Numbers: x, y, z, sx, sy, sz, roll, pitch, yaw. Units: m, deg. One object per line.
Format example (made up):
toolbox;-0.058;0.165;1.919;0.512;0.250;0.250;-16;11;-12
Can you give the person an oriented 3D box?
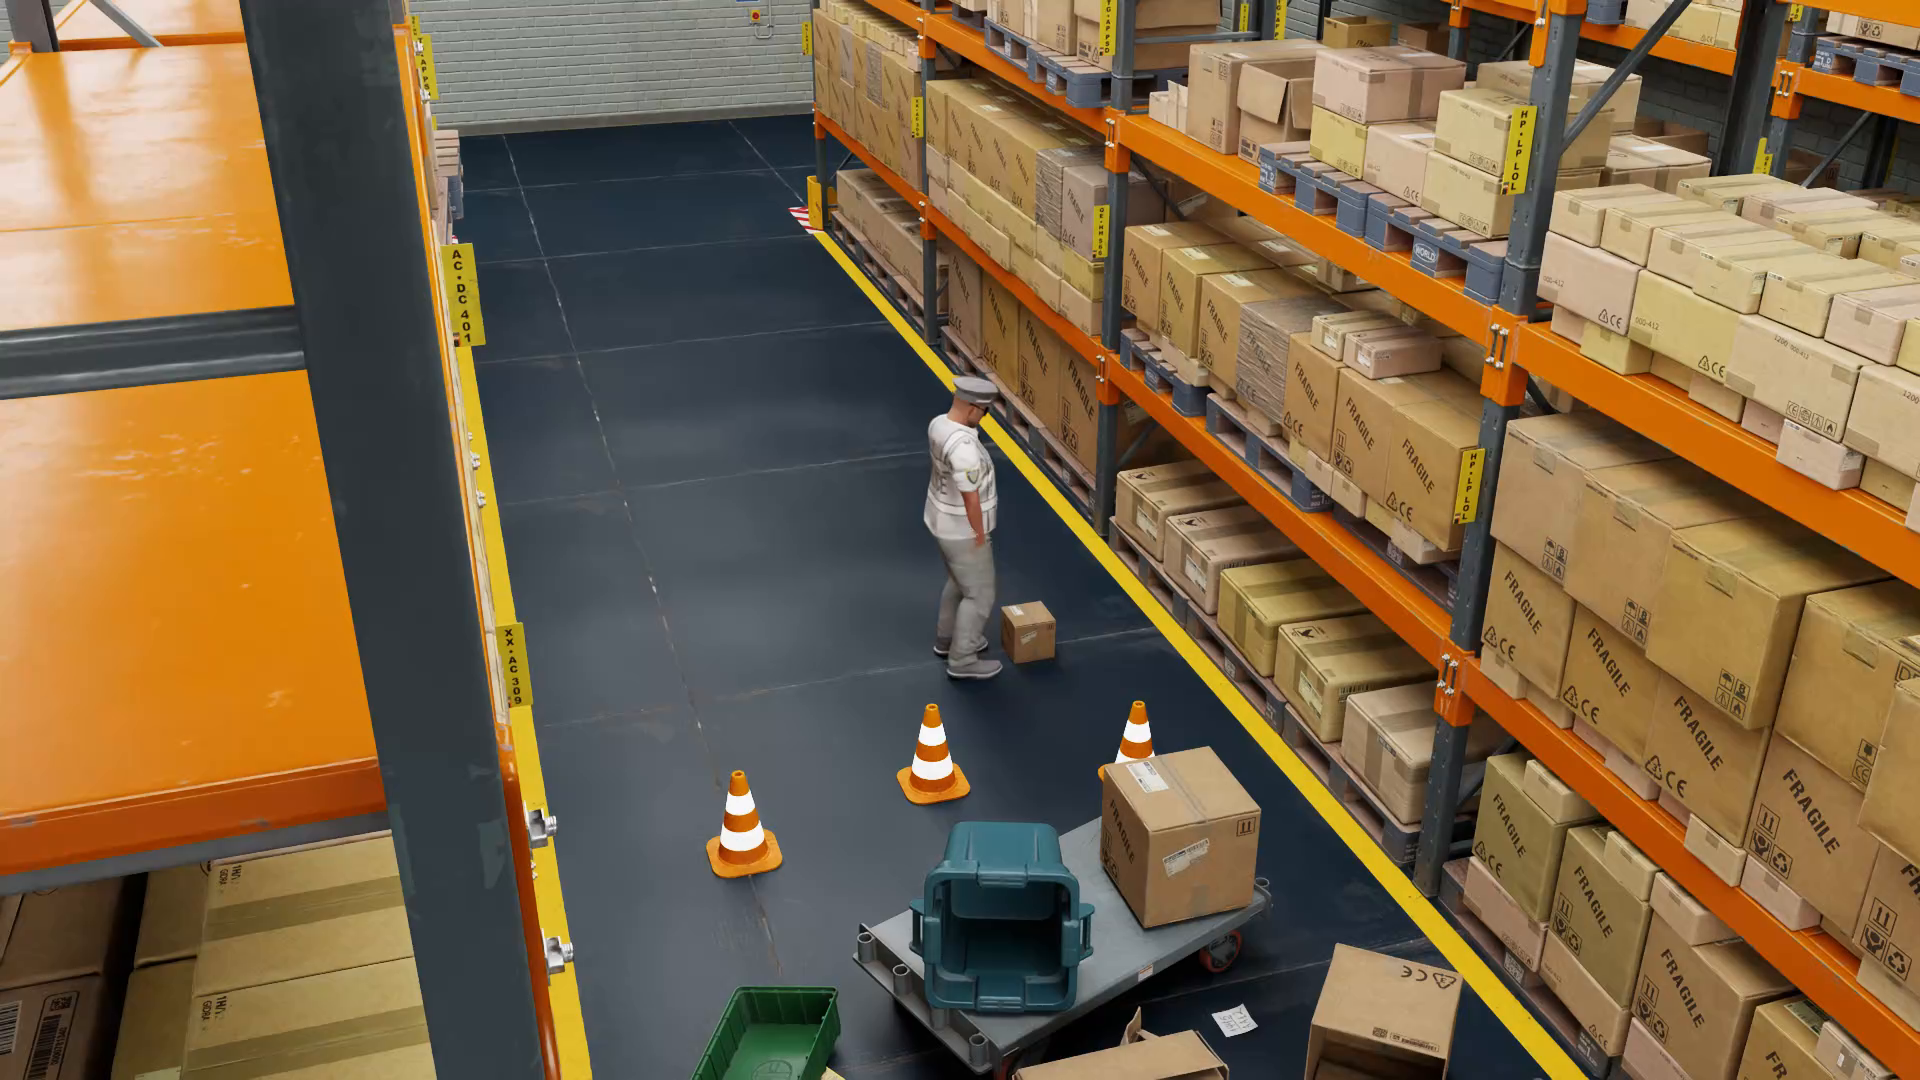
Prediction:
person;0.007;-0.076;9.297;0.393;1.733;0.538;-8;27;-15
